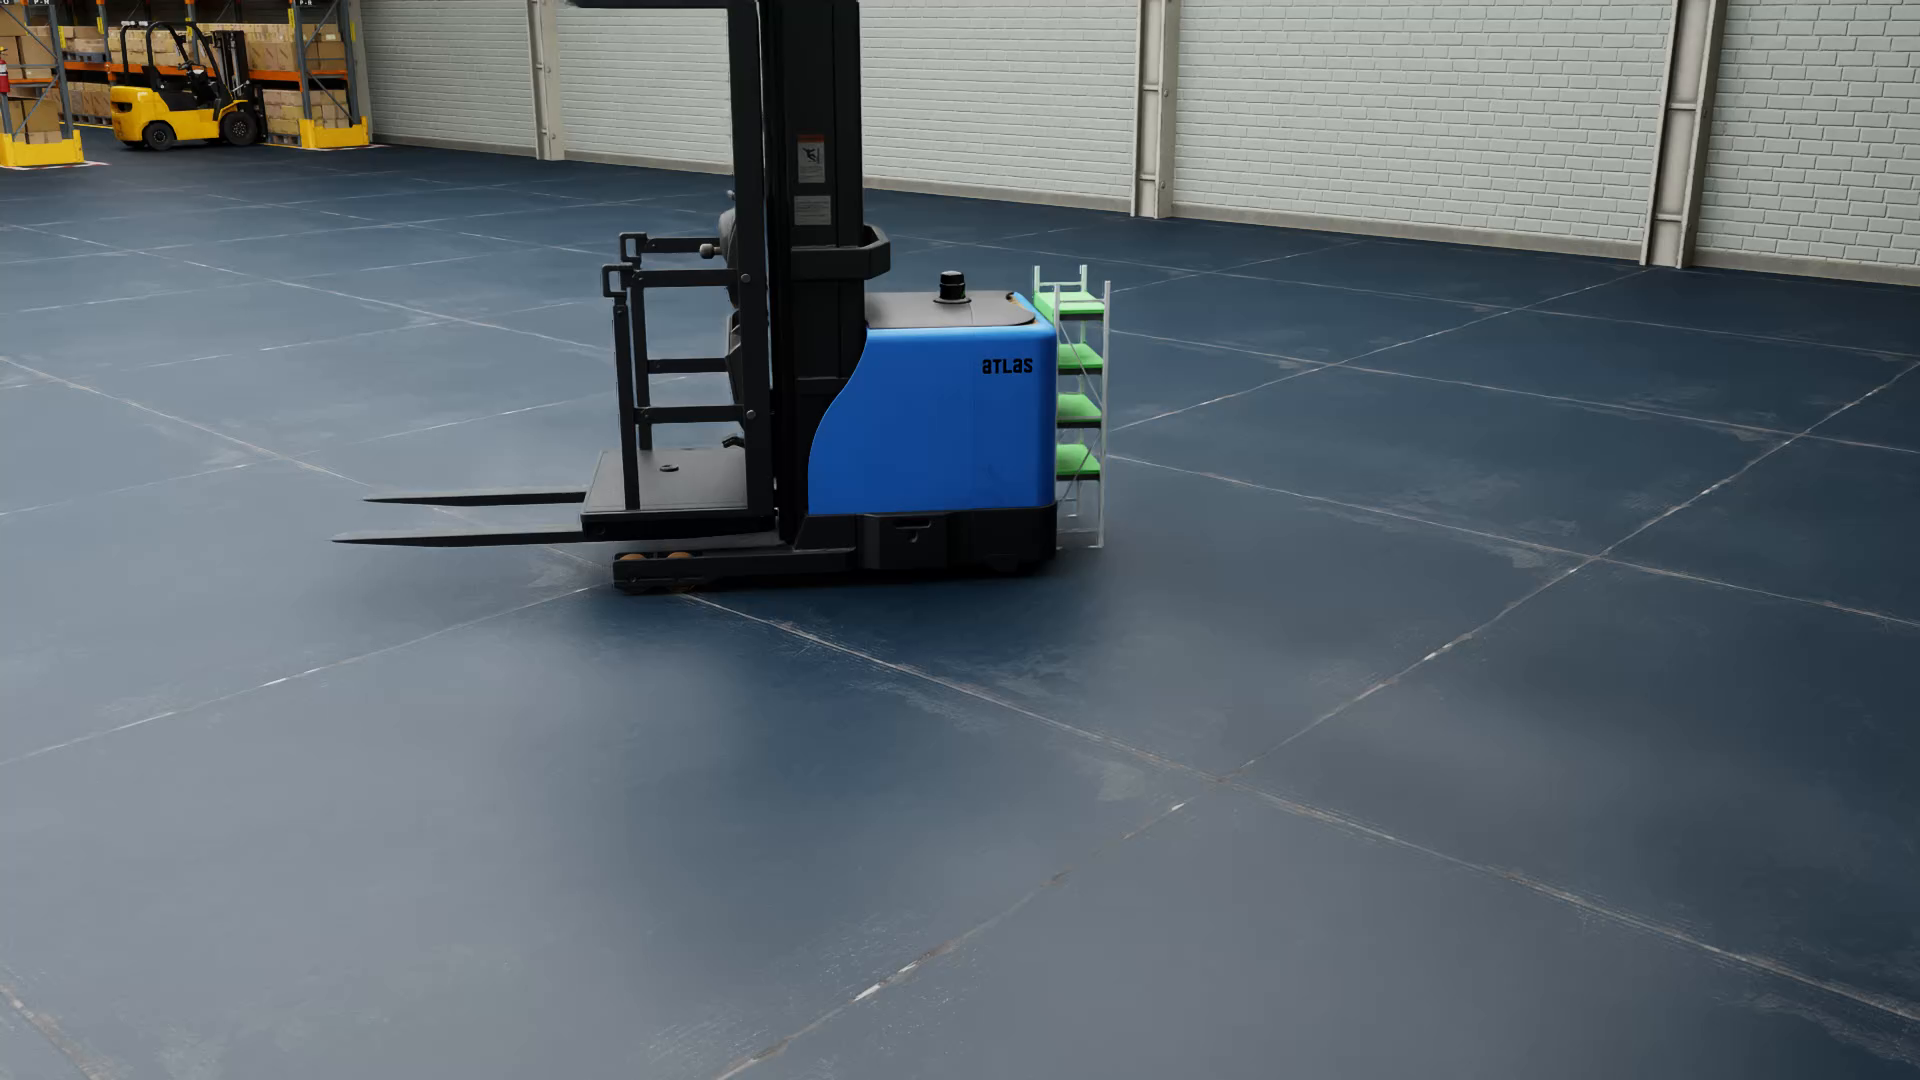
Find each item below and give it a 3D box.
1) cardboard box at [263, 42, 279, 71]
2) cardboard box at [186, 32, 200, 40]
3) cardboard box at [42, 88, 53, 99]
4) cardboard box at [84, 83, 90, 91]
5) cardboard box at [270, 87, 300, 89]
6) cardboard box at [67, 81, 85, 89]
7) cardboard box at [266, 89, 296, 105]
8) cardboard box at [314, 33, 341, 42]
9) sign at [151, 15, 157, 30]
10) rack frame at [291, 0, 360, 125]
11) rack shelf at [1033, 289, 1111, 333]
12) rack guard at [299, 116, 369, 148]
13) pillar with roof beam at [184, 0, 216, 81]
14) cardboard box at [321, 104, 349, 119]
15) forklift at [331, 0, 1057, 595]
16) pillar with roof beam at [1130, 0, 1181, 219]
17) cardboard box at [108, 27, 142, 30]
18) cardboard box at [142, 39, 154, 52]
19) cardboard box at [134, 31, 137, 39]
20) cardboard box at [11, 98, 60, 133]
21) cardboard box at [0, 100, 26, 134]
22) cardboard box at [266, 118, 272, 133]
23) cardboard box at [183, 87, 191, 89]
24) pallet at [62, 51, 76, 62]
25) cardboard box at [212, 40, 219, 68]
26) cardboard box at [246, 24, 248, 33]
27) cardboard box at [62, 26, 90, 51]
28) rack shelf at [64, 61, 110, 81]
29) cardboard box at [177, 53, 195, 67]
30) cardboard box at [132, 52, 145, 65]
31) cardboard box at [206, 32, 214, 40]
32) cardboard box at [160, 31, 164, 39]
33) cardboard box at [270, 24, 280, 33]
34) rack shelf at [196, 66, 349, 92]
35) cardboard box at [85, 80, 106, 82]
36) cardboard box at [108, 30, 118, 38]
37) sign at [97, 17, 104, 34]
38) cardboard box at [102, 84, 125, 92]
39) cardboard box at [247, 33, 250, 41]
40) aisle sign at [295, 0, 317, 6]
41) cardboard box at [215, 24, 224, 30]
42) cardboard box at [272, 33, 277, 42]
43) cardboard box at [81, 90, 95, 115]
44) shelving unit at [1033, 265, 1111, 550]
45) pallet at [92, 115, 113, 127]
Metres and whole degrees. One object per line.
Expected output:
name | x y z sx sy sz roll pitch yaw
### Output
cardboard box | -12.196 -8.732 30.002 0.500 0.500 0.500 16 24 41
cardboard box | -14.667 -9.717 32.034 0.250 0.149 0.380 16 24 41
cardboard box | -20.035 -9.809 36.999 0.500 0.500 0.500 16 24 42
cardboard box | -18.540 -9.729 35.674 0.250 0.149 0.380 15 23 38
cardboard box | -12.627 -8.351 31.165 0.500 0.250 0.500 14 23 38
cardboard box | -19.321 -9.936 36.328 0.250 0.149 0.380 15 23 39
cardboard box | -12.209 -8.028 30.148 0.500 0.250 0.500 16 23 40
cardboard box | -11.353 -9.022 29.845 0.250 0.149 0.380 14 23 38
sign | -16.889 -10.823 34.843 0.005 0.325 0.100 15 23 39
rack frame | -11.272 -8.539 29.559 0.127 3.000 1.000 15 23 39
rack shelf | 0.493 -1.004 7.418 0.258 0.148 0.480 -2 18 -7
rack guard | -11.254 -7.343 29.921 0.348 0.500 1.175 15 23 39
pillar with roof beam | -18.540 -11.973 30.461 0.400 9.000 9.100 15 23 39
cardboard box | -11.486 -7.808 30.281 0.500 0.250 0.500 16 23 40
forklift | -1.141 -1.341 6.990 3.031 2.935 1.130 -2 18 -7
pillar with roof beam | -0.589 -7.154 15.277 0.400 9.000 9.100 15 23 39
cardboard box | -17.537 -10.532 34.978 0.500 0.500 0.500 16 24 42
cardboard box | -15.934 -9.861 33.145 0.500 0.250 0.500 15 23 40
cardboard box | -16.391 -10.179 33.489 0.250 0.149 0.380 15 23 40
cardboard box | -15.002 -6.891 26.979 0.500 0.500 0.500 14 22 37
cardboard box | -15.336 -6.764 26.578 0.500 0.500 0.500 15 23 40
cardboard box | -12.567 -7.656 30.627 0.500 0.250 0.500 15 23 40
cardboard box | -15.800 -8.821 33.678 0.625 0.625 0.875 14 22 37
pallet | -18.713 -10.443 35.876 1.213 0.211 1.003 15 23 39
cardboard box | -13.704 -9.141 31.290 0.500 0.500 0.500 16 23 40
cardboard box | -12.831 -9.368 30.443 0.250 0.149 0.380 15 23 40
cardboard box | -19.060 -10.787 35.782 0.500 0.500 0.700 15 23 39
rack shelf | -18.751 -10.204 35.994 4.000 0.370 1.077 15 23 39
cardboard box | -14.814 -9.312 32.244 0.500 0.250 0.500 16 23 40
cardboard box | -16.323 -9.725 33.545 0.500 0.250 0.500 14 22 38
cardboard box | -14.005 -9.524 31.424 0.250 0.149 0.380 16 23 41
cardboard box | -15.459 -9.916 32.659 0.250 0.149 0.380 14 23 38
cardboard box | -12.098 -9.151 29.757 0.250 0.149 0.380 16 23 40
rack shelf | -12.768 -8.598 30.933 4.000 0.370 1.077 15 23 39
cardboard box | -19.184 -10.114 36.886 0.250 0.149 0.380 14 22 37
cardboard box | -17.213 -10.371 34.095 0.250 0.149 0.380 16 24 41
sign | -17.609 -10.535 34.064 0.005 0.325 0.100 15 23 39
cardboard box | -17.793 -9.505 34.968 0.250 0.149 0.380 14 22 37
cardboard box | -12.820 -9.224 30.481 0.250 0.149 0.380 15 23 39
aisle sign | -11.418 -9.698 28.914 0.004 0.787 0.394 15 23 39
cardboard box | -13.645 -9.553 31.026 0.250 0.149 0.380 16 23 40
cardboard box | -12.081 -9.012 29.813 0.250 0.149 0.380 16 23 40
cardboard box | -18.475 -9.397 35.702 0.500 0.500 0.500 16 24 42
shelving unit | 0.493 -0.608 7.543 0.258 1.200 0.503 -2 18 -7
pallet | -17.789 -8.974 35.541 1.213 0.211 1.003 15 23 39
